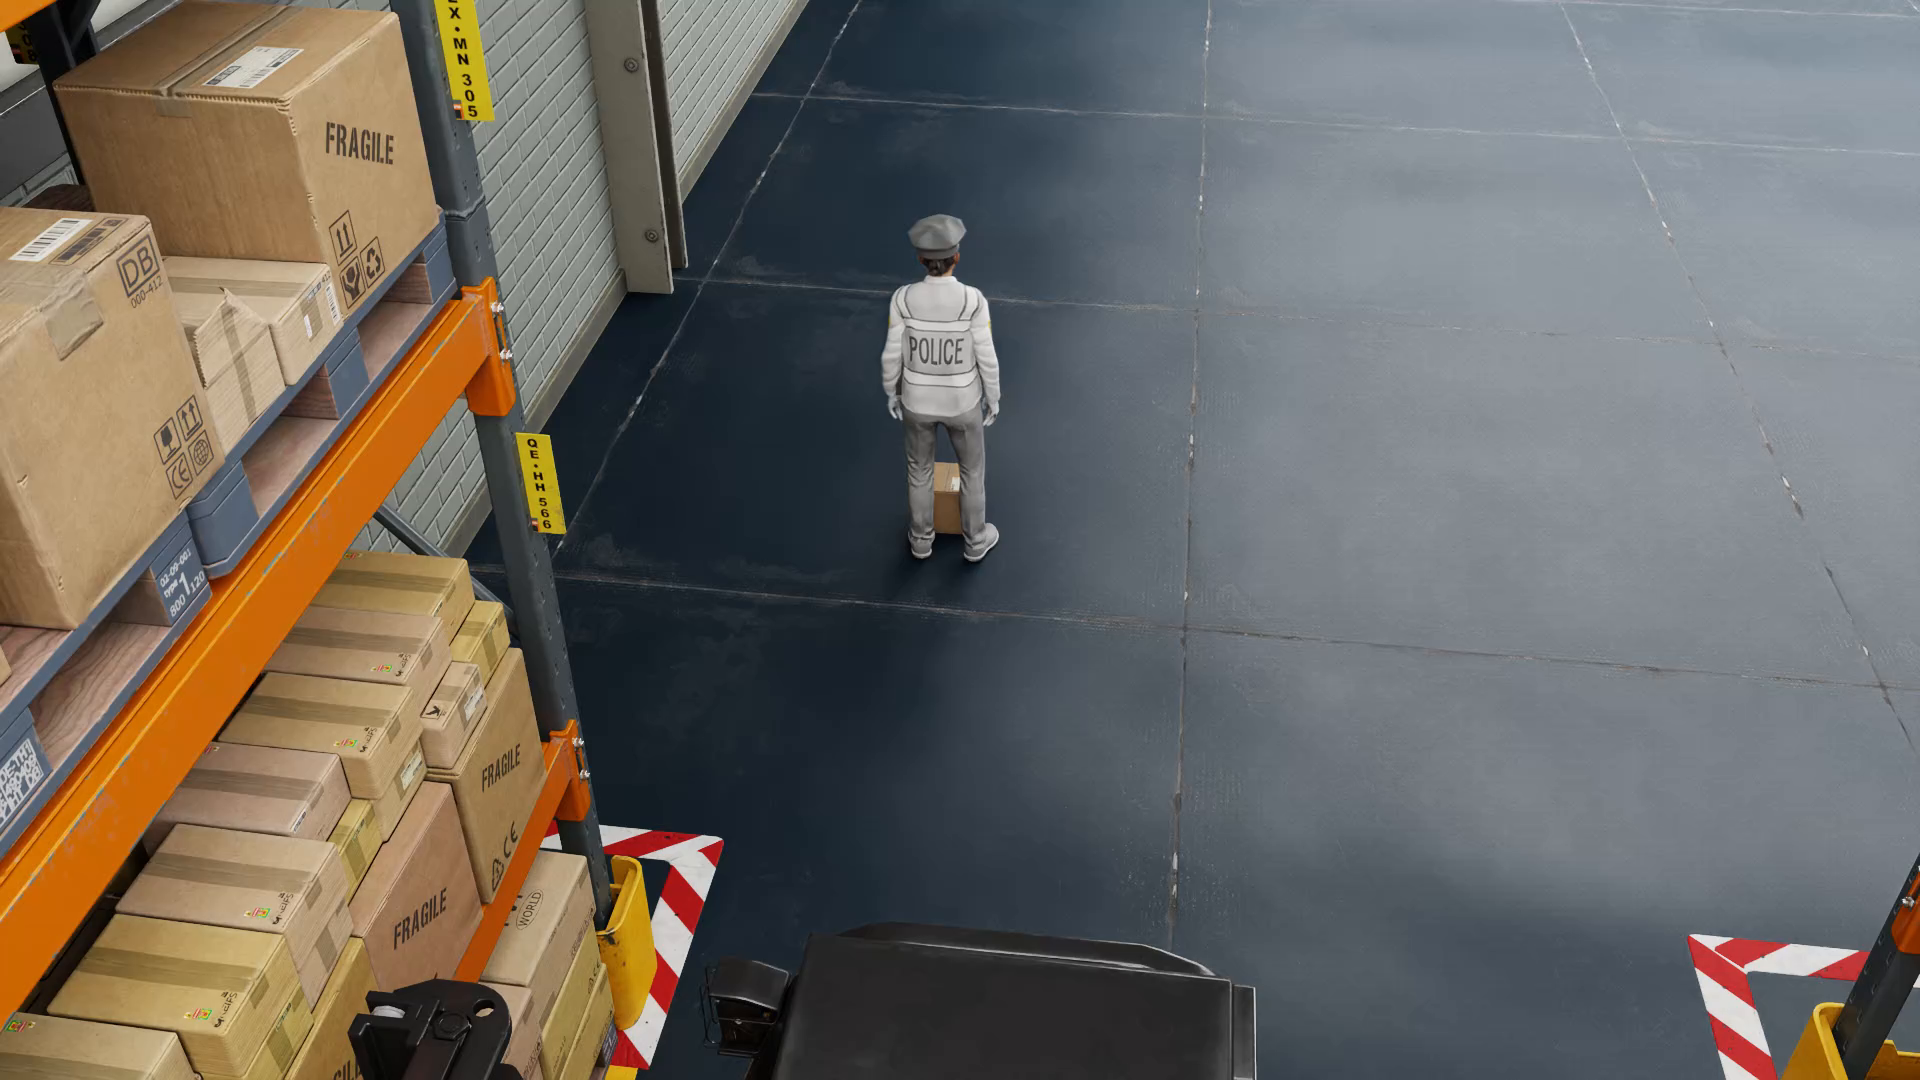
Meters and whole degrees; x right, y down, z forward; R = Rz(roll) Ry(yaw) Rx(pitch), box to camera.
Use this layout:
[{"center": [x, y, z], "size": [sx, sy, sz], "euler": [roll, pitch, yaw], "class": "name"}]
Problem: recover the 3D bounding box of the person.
[{"center": [-0.082, -0.633, 7.505], "size": [0.529, 1.664, 0.375], "euler": [4, 37, 6], "class": "person"}]
